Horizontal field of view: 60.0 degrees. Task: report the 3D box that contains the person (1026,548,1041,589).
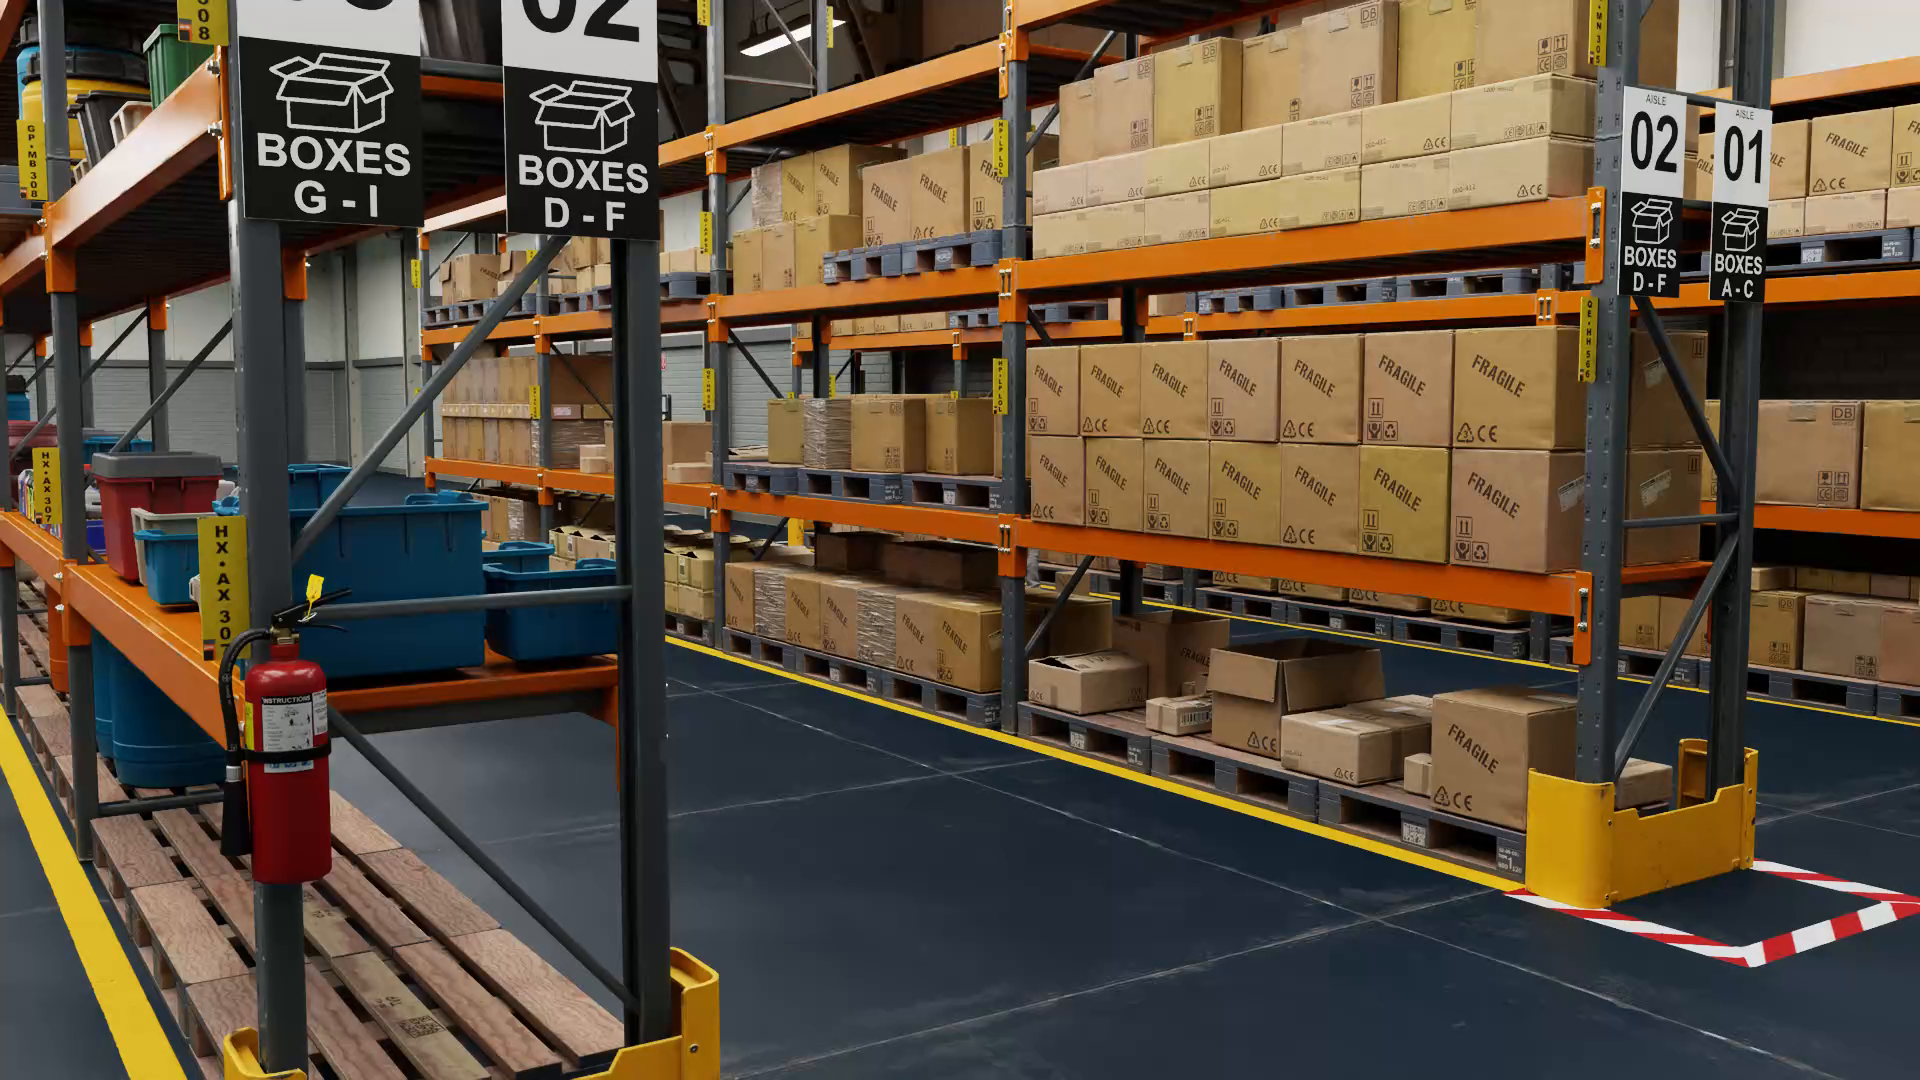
[{"bbox_3d":[0.692,-0.215,16.786,0.324,1.603,0.408,-4,6,-41],"label":"person"}]
